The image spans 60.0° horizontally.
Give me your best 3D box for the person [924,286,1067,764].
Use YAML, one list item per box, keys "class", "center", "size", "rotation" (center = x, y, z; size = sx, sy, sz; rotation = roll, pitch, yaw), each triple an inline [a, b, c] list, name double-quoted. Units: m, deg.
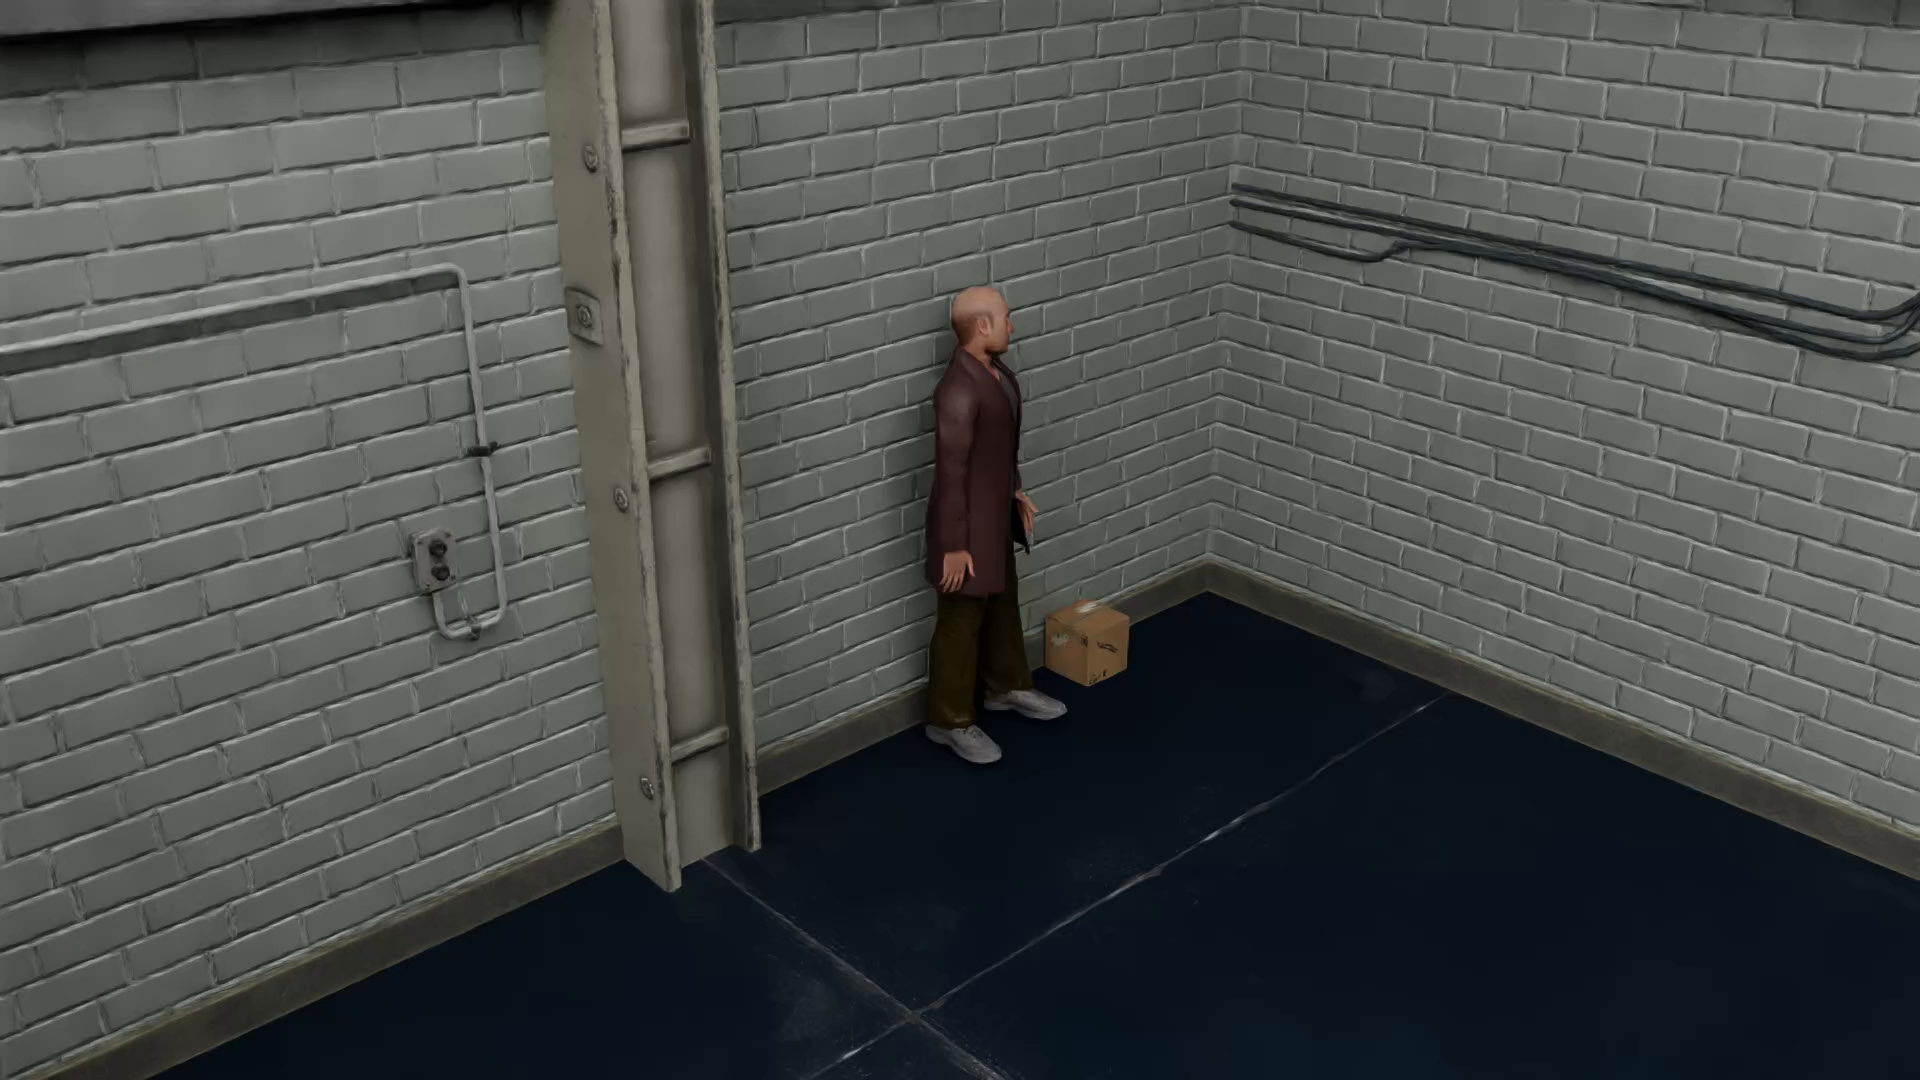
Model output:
- class: "person"
  center: [0.140, -0.056, 6.183]
  size: [0.535, 1.787, 0.634]
  rotation: [5, 25, 12]
